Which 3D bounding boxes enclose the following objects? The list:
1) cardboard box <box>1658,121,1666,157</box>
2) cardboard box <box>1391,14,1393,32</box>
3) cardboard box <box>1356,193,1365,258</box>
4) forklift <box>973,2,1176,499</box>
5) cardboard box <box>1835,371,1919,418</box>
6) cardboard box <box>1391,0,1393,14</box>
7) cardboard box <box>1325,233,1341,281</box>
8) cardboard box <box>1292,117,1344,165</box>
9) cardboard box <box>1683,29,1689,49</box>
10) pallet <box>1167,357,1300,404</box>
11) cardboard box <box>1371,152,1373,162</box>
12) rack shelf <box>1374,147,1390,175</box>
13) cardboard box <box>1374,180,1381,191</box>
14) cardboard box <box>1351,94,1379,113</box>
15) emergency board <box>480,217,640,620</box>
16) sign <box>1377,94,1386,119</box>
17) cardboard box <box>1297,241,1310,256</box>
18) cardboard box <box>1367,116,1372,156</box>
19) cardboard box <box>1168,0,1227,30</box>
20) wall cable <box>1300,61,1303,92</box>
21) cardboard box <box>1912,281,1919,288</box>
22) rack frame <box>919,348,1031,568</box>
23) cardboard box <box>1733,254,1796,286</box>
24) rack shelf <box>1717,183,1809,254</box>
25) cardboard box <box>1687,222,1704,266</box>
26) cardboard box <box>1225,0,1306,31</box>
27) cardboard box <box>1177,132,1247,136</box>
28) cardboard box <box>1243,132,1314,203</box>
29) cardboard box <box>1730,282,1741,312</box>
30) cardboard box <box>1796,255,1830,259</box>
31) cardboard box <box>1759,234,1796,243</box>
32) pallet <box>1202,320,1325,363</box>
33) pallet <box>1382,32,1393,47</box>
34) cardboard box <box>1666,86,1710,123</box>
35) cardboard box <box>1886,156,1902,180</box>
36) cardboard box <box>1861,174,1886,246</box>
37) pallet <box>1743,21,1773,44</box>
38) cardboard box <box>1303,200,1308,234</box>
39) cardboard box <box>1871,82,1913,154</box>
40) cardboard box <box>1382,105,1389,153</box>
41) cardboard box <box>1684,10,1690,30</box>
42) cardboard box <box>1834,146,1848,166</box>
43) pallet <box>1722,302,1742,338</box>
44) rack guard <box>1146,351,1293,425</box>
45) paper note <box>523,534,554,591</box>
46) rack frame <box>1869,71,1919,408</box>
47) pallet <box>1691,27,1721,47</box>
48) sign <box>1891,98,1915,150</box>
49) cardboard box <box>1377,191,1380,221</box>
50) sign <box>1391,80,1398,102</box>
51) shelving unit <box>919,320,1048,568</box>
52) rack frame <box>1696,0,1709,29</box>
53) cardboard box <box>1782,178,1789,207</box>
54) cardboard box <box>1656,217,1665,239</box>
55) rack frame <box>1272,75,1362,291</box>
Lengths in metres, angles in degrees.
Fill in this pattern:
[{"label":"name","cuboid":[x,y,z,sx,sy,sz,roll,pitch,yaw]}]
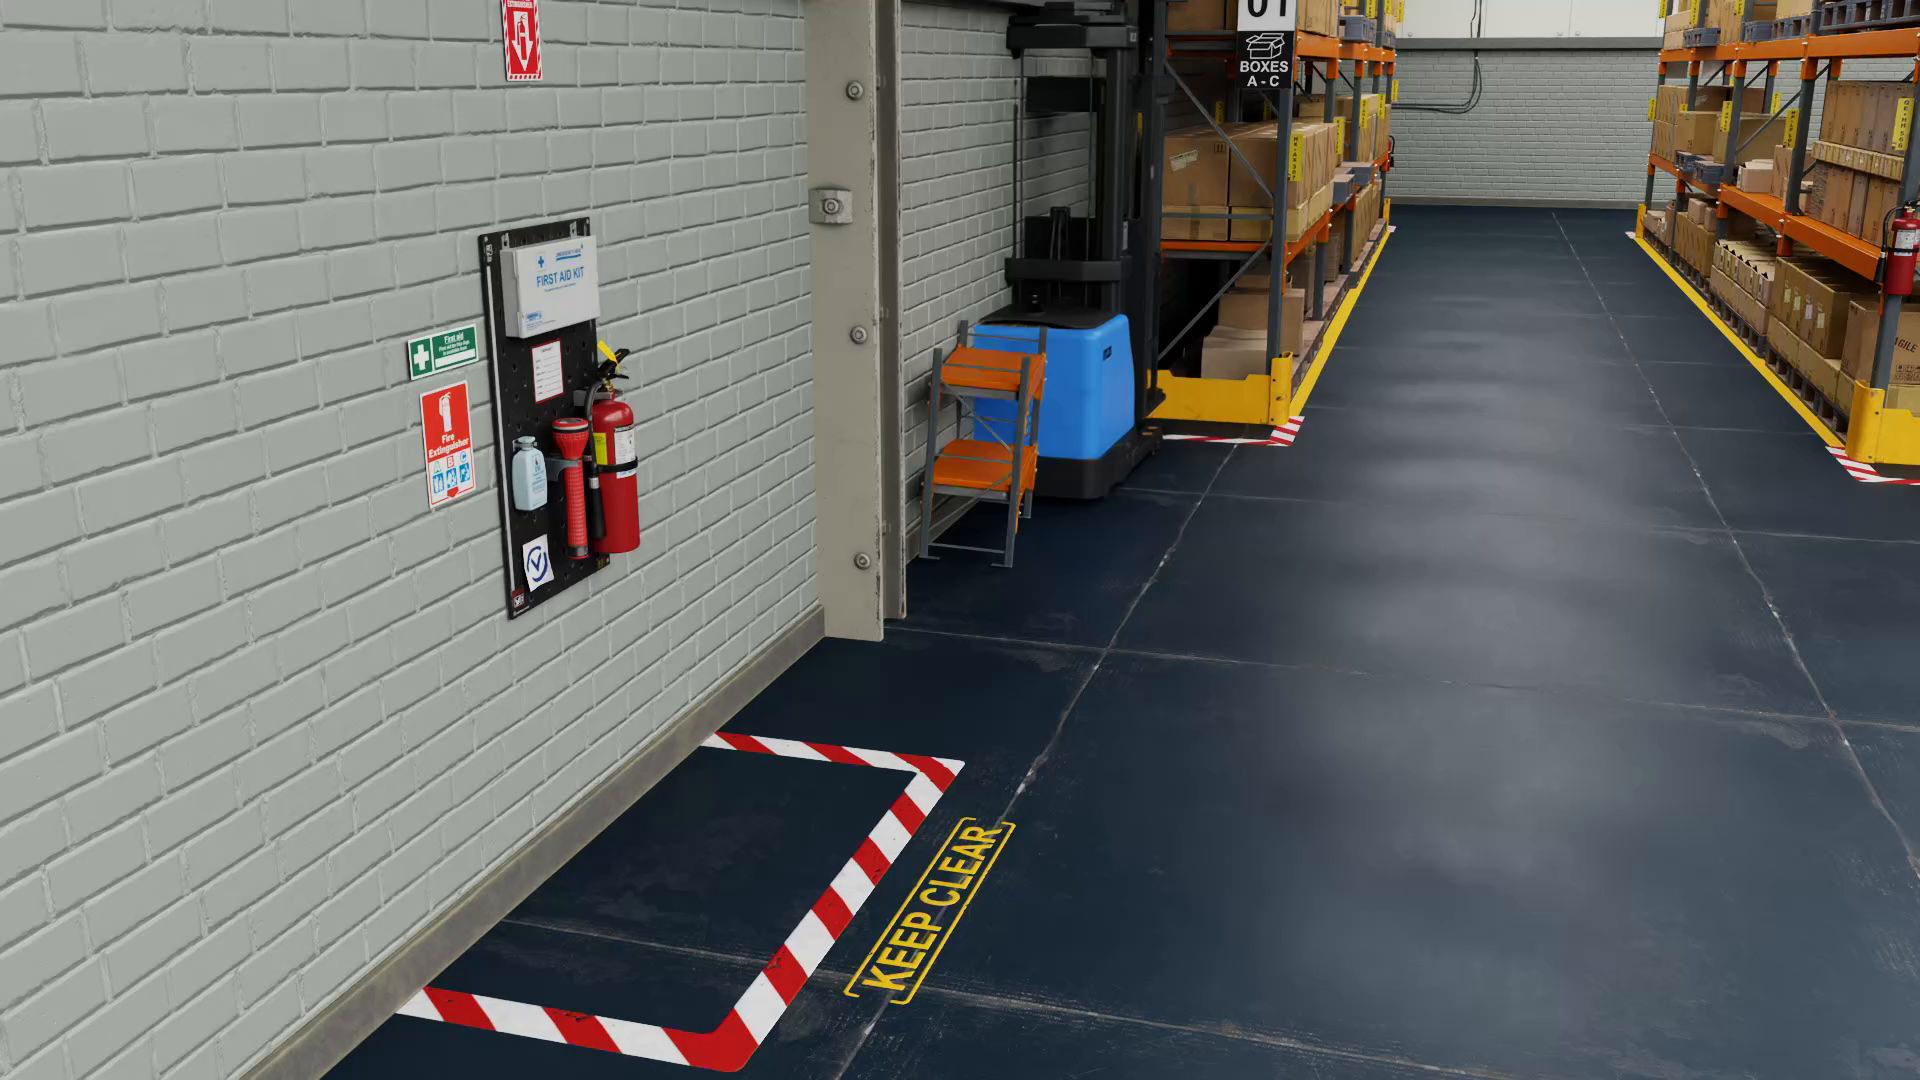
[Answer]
[{"label":"cardboard box","cuboid":[10.505,-5.846,24.262,0.500,0.500,0.500,5,16,16]},{"label":"cardboard box","cuboid":[6.177,-7.680,24.733,0.500,0.250,0.500,4,16,14]},{"label":"cardboard box","cuboid":[4.737,-4.029,21.208,0.750,0.750,0.750,5,16,16]},{"label":"forklift","cuboid":[0.781,-2.013,11.054,1.130,2.935,3.031,5,17,17]},{"label":"cardboard box","cuboid":[6.493,-1.017,11.687,0.500,0.250,0.500,5,16,16]},{"label":"cardboard box","cuboid":[6.031,-7.908,24.165,0.500,0.500,0.500,5,17,16]},{"label":"cardboard box","cuboid":[3.993,-3.267,19.126,0.700,0.500,0.500,5,17,17]},{"label":"cardboard box","cuboid":[3.890,-4.438,18.491,0.700,0.500,0.500,3,16,11]},{"label":"cardboard box","cuboid":[10.070,-6.763,22.453,0.500,0.250,0.500,5,16,16]},{"label":"pallet","cuboid":[2.160,-1.246,13.335,1.003,0.211,1.213,5,16,16]},{"label":"cardboard box","cuboid":[5.410,-5.208,22.616,0.380,0.149,0.250,5,17,17]},{"label":"rack shelf","cuboid":[5.852,-5.674,25.156,1.077,0.370,4.000,5,16,16]},{"label":"cardboard box","cuboid":[6.384,-5.550,26.021,0.380,0.149,0.250,5,17,17]},{"label":"cardboard box","cuboid":[5.396,-5.917,22.553,0.500,0.250,0.500,5,17,17]},{"label":"emergency board","cuboid":[-1.201,-0.395,5.223,0.194,1.169,0.643,5,16,16]},{"label":"sign","cuboid":[5.807,-5.977,22.927,0.100,0.325,0.005,5,16,16]},{"label":"cardboard box","cuboid":[3.326,-3.083,17.103,0.500,0.250,0.500,4,16,15]},{"label":"cardboard box","cuboid":[4.971,-5.162,21.265,0.500,0.500,0.500,5,17,17]},{"label":"cardboard box","cuboid":[1.750,-3.987,12.173,0.500,0.500,0.500,6,17,20]},{"label":"wall cable","cuboid":[5.878,-7.441,28.204,0.084,1.984,1.851,5,16,16]},{"label":"cardboard box","cuboid":[7.419,-1.730,12.826,0.500,0.500,0.500,5,16,16]},{"label":"rack frame","cuboid":[0.072,-0.422,8.685,0.500,1.125,0.032,6,16,6]},{"label":"cardboard box","cuboid":[8.033,-2.696,16.580,0.500,0.311,0.500,4,16,15]},{"label":"rack shelf","cuboid":[8.329,-3.198,16.426,1.077,0.370,4.000,5,16,16]},{"label":"cardboard box","cuboid":[9.229,-3.613,20.344,0.500,0.500,0.500,4,16,14]},{"label":"cardboard box","cuboid":[2.209,-3.927,11.959,0.500,0.500,0.500,5,17,17]},{"label":"cardboard box","cuboid":[1.956,-2.927,13.015,0.500,0.500,0.500,5,17,17]},{"label":"cardboard box","cuboid":[2.448,-2.886,12.871,0.500,0.500,0.500,5,16,16]},{"label":"cardboard box","cuboid":[8.037,-2.430,16.670,0.500,0.250,0.500,5,17,17]},{"label":"cardboard box","cuboid":[8.553,-2.661,16.456,0.500,0.311,0.500,5,17,17]},{"label":"cardboard box","cuboid":[9.301,-3.174,18.796,0.500,0.500,0.500,5,17,18]},{"label":"pallet","cuboid":[2.854,-1.884,15.586,1.003,0.211,1.213,5,16,16]},{"label":"pallet","cuboid":[5.875,-7.429,24.689,1.003,0.211,1.213,5,16,16]},{"label":"cardboard box","cuboid":[10.361,-6.193,23.651,0.500,0.500,0.500,4,16,15]},{"label":"cardboard box","cuboid":[6.696,-2.585,11.574,0.380,0.149,0.250,4,16,15]},{"label":"cardboard box","cuboid":[7.060,-2.411,12.149,0.700,0.500,0.500,5,17,16]},{"label":"pallet","cuboid":[8.791,-5.235,17.139,1.213,0.211,1.003,5,17,18]},{"label":"cardboard box","cuboid":[2.451,-2.535,13.009,0.500,0.250,0.500,4,16,14]},{"label":"cardboard box","cuboid":[7.071,-3.052,12.031,0.700,0.500,0.500,5,16,16]},{"label":"cardboard box","cuboid":[6.089,-6.363,25.715,0.980,0.700,0.700,4,16,15]},{"label":"cardboard box","cuboid":[10.058,-7.004,22.388,0.500,0.250,0.500,5,16,16]},{"label":"cardboard box","cuboid":[7.210,-3.059,13.244,0.380,0.149,0.250,4,16,14]},{"label":"pallet","cuboid":[8.278,-2.196,16.683,1.003,0.211,1.213,5,16,16]},{"label":"rack guard","cuboid":[1.895,-1.175,12.556,1.175,0.500,0.348,5,16,16]},{"label":"paper note","cuboid":[-1.317,0.070,5.199,0.016,0.148,0.142,5,16,16]},{"label":"rack frame","cuboid":[6.624,-1.975,10.794,1.000,3.000,0.127,5,16,16]},{"label":"pallet","cuboid":[9.490,-6.030,19.939,1.213,0.211,1.003,5,16,16]},{"label":"sign","cuboid":[6.108,-2.691,10.765,0.100,0.325,0.005,5,16,16]},{"label":"cardboard box","cuboid":[6.318,-5.352,26.514,0.700,0.500,0.500,5,16,16]},{"label":"sign","cuboid":[6.937,-7.169,26.551,0.100,0.325,0.005,5,16,16]},{"label":"shelving unit","cuboid":[0.140,-0.558,9.170,0.538,1.125,1.048,6,16,6]},{"label":"rack frame","cuboid":[10.034,-8.000,21.044,1.000,3.000,0.127,5,16,16]},{"label":"cardboard box","cuboid":[7.835,-3.201,15.363,0.396,0.266,0.258,4,16,15]},{"label":"cardboard box","cuboid":[10.138,-4.399,23.464,0.500,0.311,0.500,5,16,16]},{"label":"rack frame","cuboid":[4.147,-4.451,19.524,1.000,3.000,0.127,5,16,16]}]
